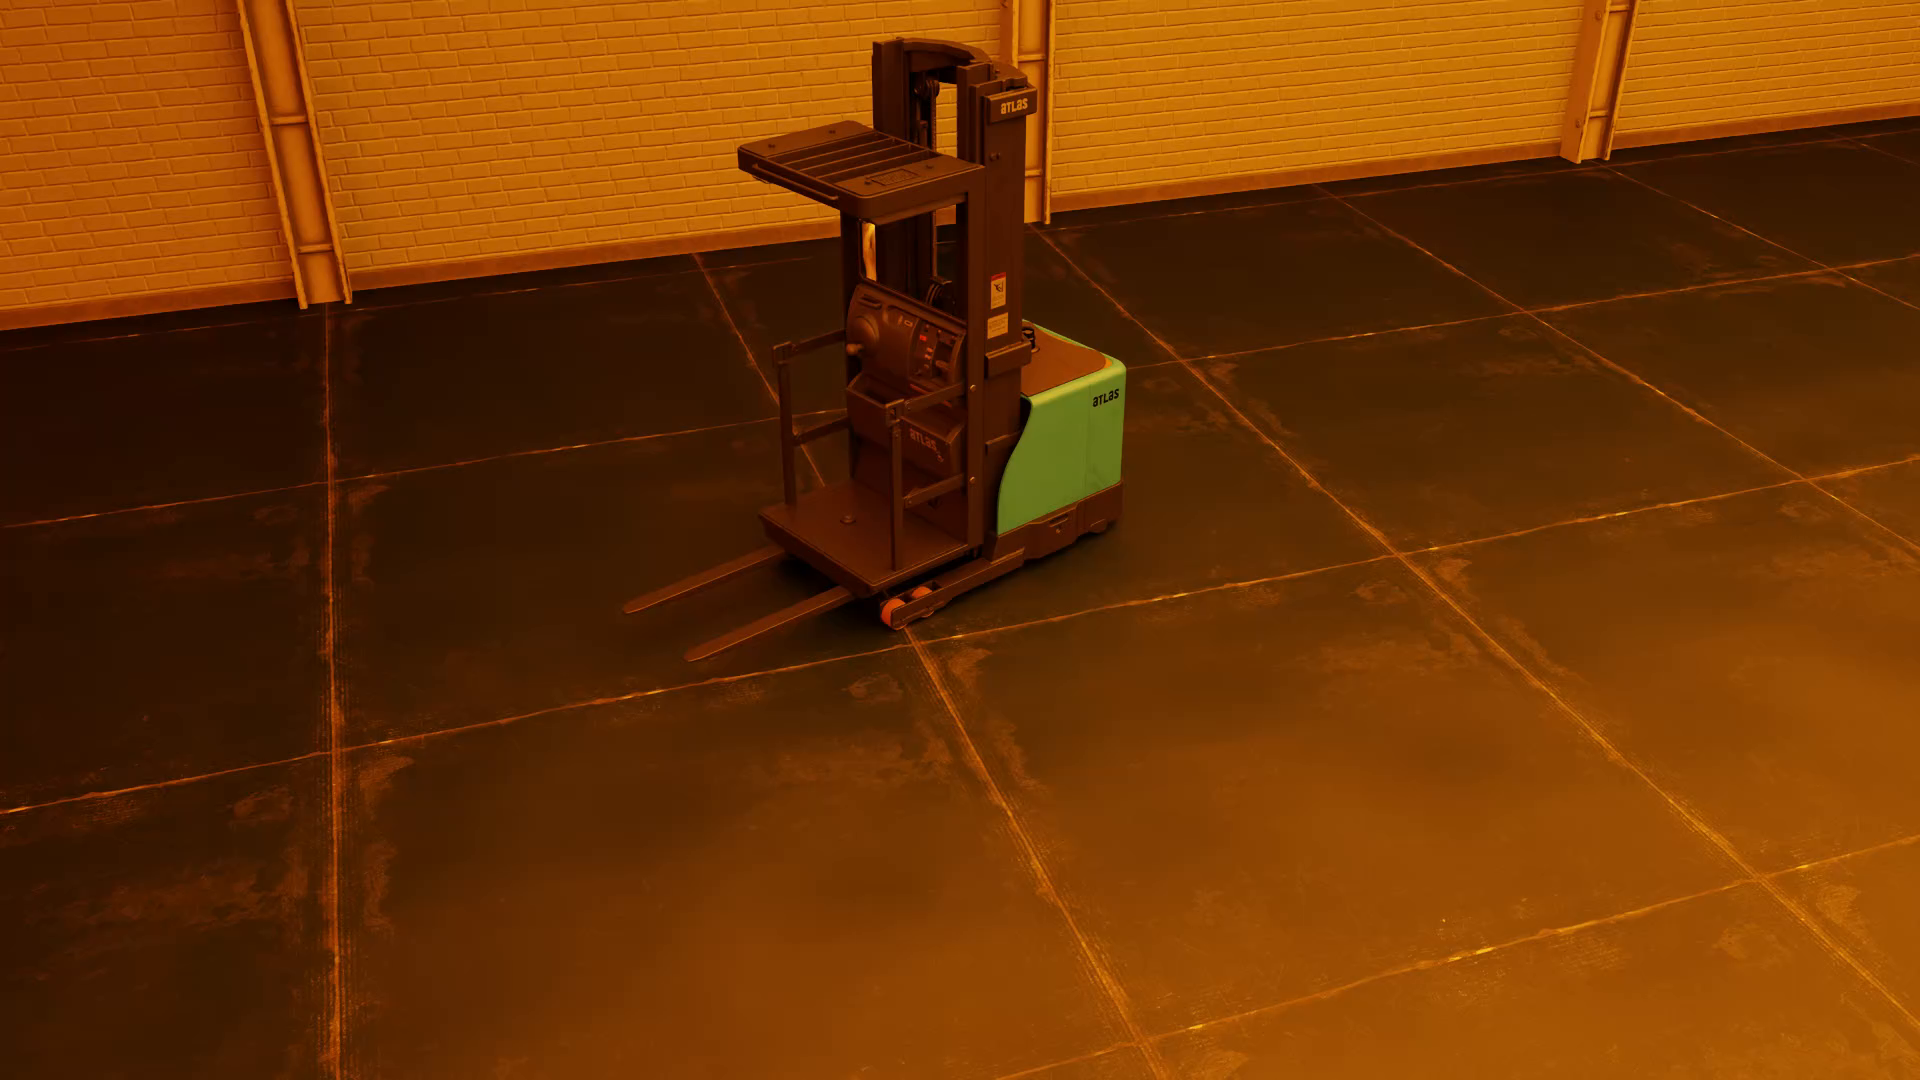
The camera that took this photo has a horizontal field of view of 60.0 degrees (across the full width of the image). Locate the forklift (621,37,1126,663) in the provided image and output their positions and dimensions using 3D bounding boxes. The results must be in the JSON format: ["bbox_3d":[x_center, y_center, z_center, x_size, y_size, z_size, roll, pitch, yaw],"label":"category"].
[{"bbox_3d":[-0.461,-1.072,8.951,3.031,2.935,1.130,-23,37,-34],"label":"forklift"}]

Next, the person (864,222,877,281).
[{"bbox_3d":[-0.333,-1.543,10.906,0.577,1.781,0.656,-4,30,-7],"label":"person"}]
